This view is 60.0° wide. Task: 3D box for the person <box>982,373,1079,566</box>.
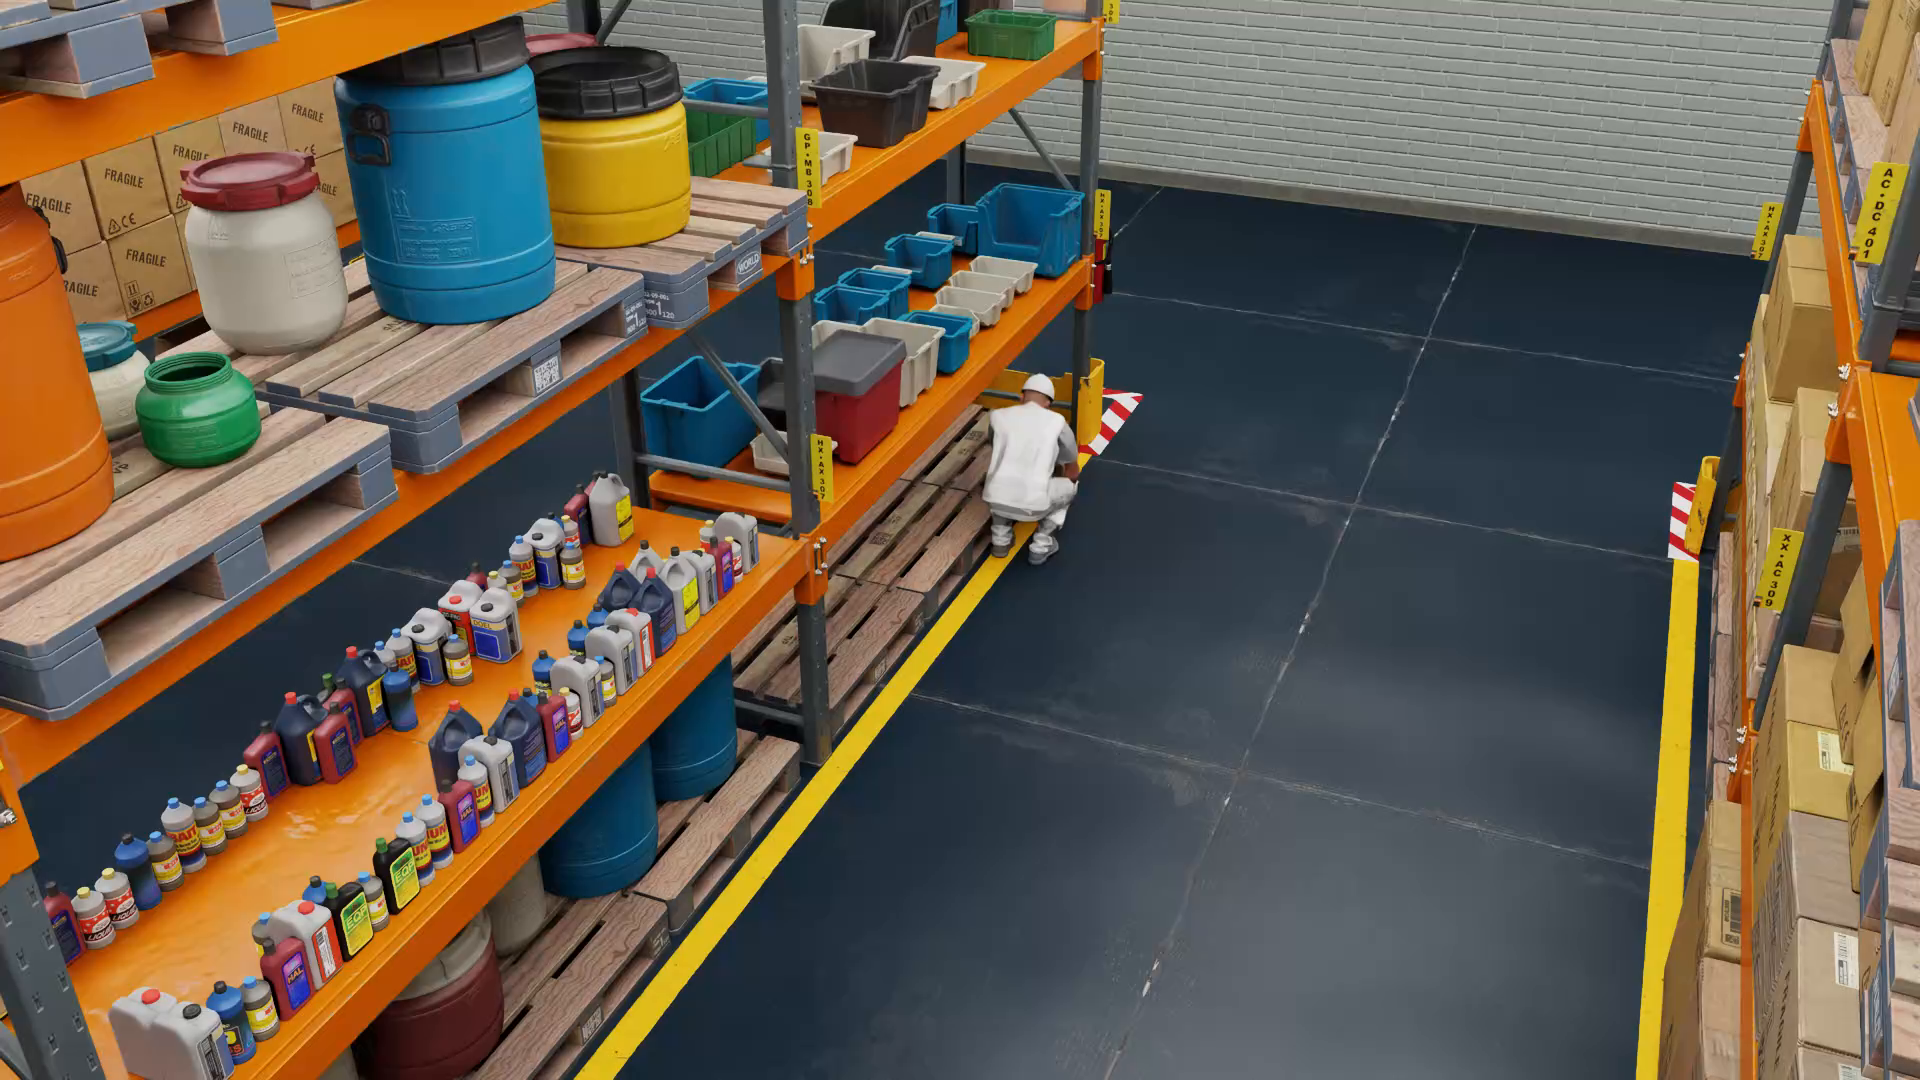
[{"bbox_3d":[0.406,-0.424,9.950,0.574,0.992,0.879,11,31,19],"label":"person"}]
